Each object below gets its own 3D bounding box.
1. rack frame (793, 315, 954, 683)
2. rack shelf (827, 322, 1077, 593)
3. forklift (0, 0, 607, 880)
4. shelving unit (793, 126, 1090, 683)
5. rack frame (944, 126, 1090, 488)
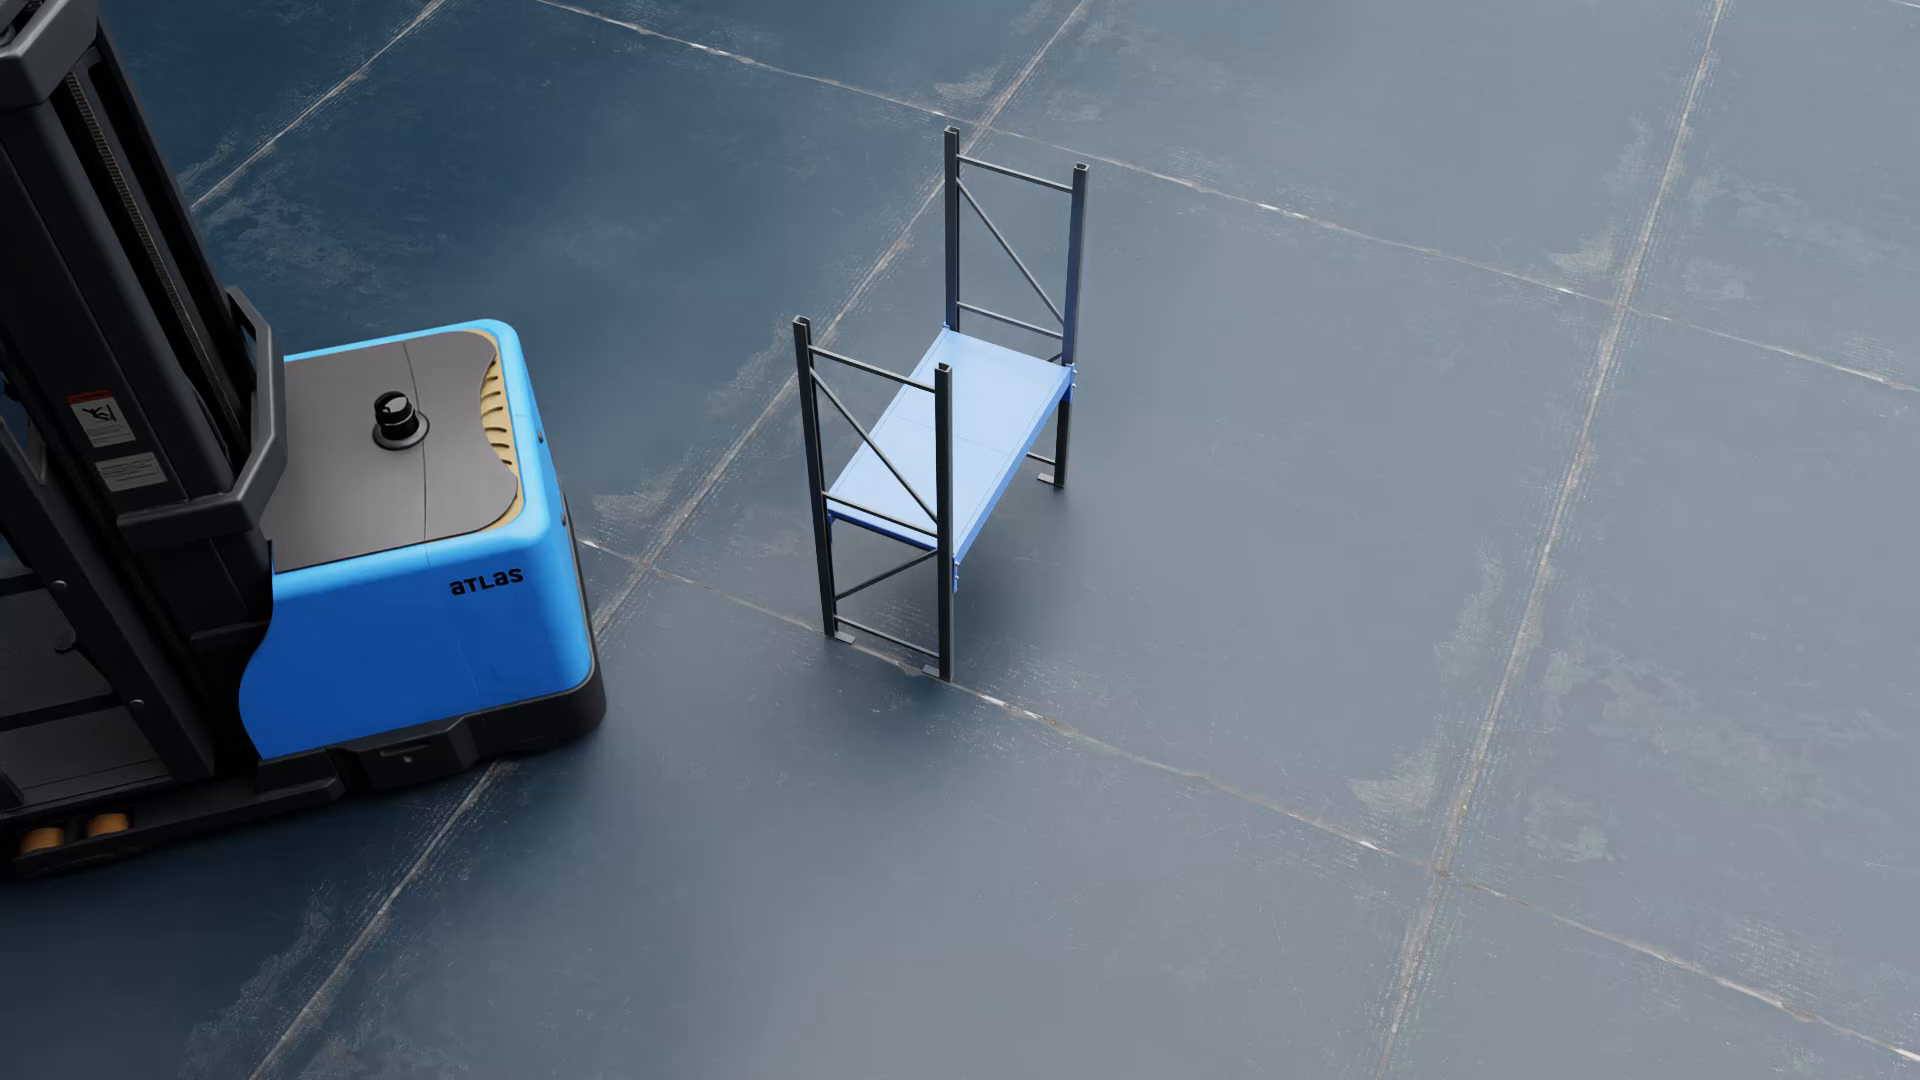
[{"bbox_3d":[-0.254,-0.077,5.331,0.500,1.500,0.032,20,52,16],"label":"rack frame"},{"bbox_3d":[-0.036,-0.311,5.766,0.538,0.185,1.000,20,52,16],"label":"rack shelf"},{"bbox_3d":[-2.780,-0.329,4.606,3.031,2.935,1.130,-13,51,-11],"label":"forklift"},{"bbox_3d":[-0.036,-0.427,5.629,0.538,1.500,1.048,20,52,16],"label":"shelving unit"},{"bbox_3d":[0.181,-0.777,5.927,0.500,1.500,0.032,20,52,16],"label":"rack frame"}]
